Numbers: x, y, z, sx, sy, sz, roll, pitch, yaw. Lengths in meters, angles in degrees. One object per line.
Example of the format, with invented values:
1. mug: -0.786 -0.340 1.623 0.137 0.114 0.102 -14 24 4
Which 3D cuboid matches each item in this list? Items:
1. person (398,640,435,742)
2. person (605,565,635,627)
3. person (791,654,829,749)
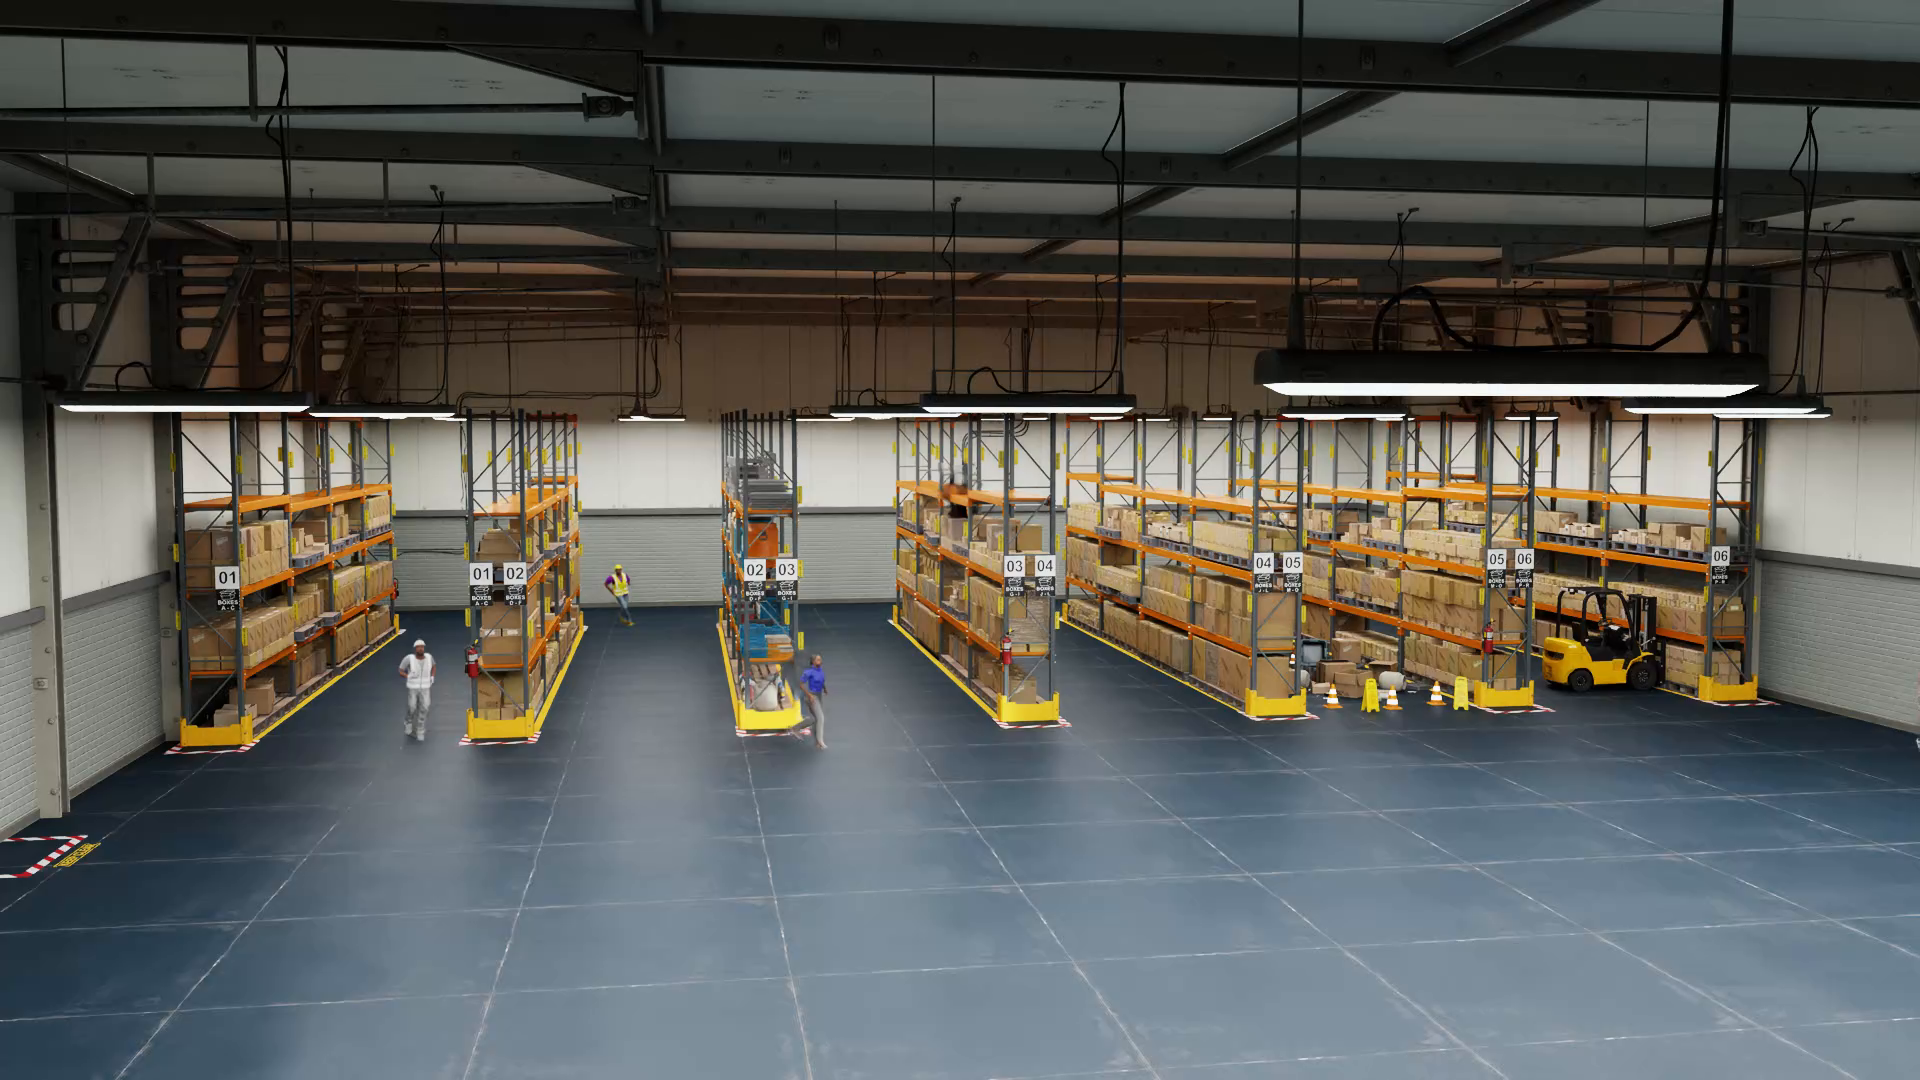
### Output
1. person: -9.884 2.727 30.329 0.706 1.827 0.820 -2 5 -32
2. person: -9.620 1.570 47.065 0.703 1.769 0.854 -4 6 -44
3. person: -2.633 2.894 29.554 0.767 1.590 0.590 2 4 23
